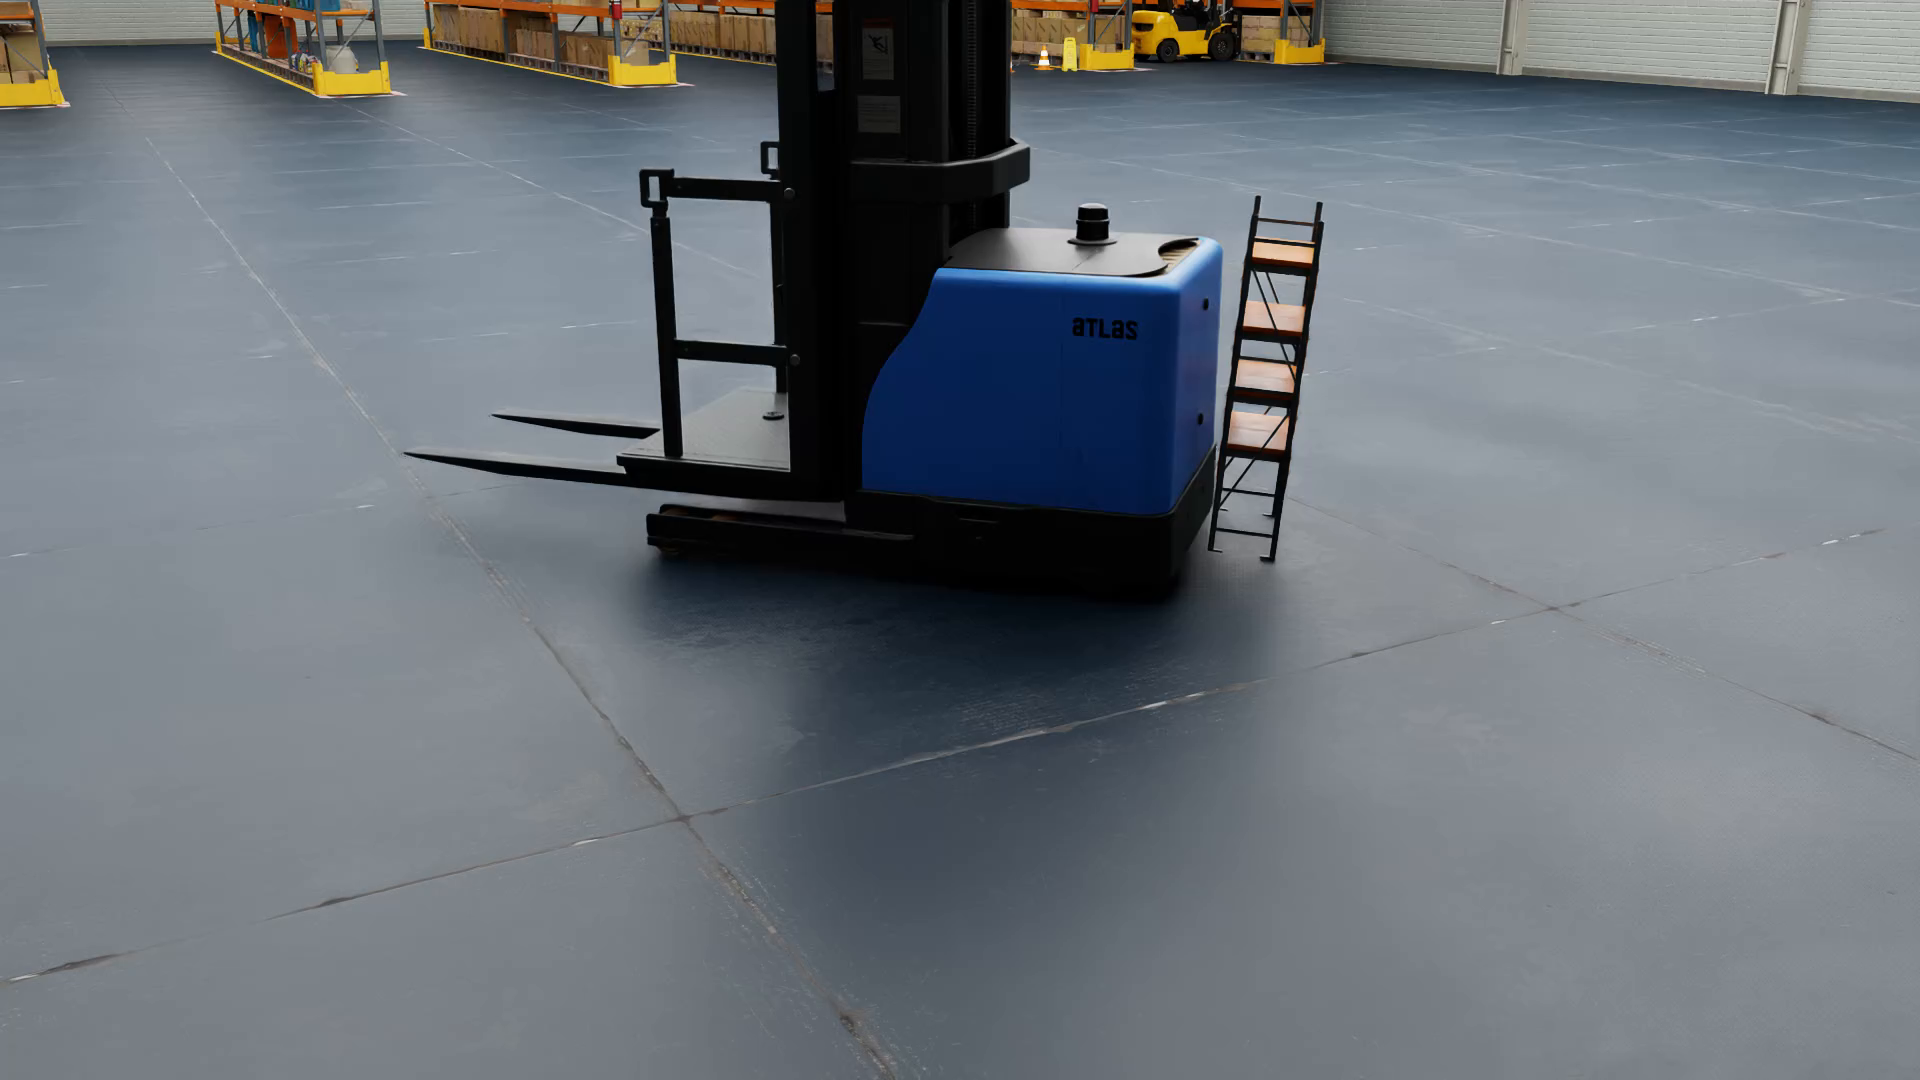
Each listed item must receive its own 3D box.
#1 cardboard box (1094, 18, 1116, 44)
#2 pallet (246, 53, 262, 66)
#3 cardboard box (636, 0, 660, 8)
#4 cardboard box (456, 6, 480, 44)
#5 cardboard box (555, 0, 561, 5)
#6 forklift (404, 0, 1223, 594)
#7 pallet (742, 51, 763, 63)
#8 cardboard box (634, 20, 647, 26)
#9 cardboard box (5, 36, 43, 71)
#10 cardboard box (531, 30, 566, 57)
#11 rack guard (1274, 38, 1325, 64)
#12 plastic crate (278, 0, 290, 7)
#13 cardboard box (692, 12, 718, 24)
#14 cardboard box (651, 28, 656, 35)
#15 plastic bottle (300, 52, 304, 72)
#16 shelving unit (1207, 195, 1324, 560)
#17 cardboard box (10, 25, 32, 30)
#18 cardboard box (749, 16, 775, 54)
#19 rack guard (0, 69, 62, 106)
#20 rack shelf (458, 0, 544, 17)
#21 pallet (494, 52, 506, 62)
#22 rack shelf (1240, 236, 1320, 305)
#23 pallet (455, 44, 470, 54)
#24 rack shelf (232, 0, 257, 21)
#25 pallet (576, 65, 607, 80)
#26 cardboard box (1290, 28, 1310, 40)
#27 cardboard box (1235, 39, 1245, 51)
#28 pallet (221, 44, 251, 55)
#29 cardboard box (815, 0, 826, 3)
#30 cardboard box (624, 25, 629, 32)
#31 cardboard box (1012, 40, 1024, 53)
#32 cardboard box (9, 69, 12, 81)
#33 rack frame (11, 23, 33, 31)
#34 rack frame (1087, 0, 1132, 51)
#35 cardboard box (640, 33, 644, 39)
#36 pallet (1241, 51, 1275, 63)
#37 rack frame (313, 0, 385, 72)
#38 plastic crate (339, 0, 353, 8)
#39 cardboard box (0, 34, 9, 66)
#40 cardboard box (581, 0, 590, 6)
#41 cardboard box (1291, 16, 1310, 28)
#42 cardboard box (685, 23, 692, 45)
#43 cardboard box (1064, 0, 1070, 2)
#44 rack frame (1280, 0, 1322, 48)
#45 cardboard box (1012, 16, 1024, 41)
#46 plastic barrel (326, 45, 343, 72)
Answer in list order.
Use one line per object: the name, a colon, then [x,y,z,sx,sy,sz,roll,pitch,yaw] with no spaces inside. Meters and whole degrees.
cardboard box: [2.911,-10.670,34.875,0.500,0.500,0.500,-11,22,-28]
pallet: [-14.803,-10.381,35.892,1.003,0.211,1.213,-10,21,-27]
cardboard box: [-5.584,-9.600,29.739,0.380,0.149,0.250,-10,21,-27]
cardboard box: [-11.600,-12.441,40.200,0.875,0.875,0.875,-10,21,-27]
cardboard box: [-7.613,-10.448,32.195,0.380,0.149,0.250,-10,21,-27]
forklift: [-0.611,-1.469,5.895,3.031,2.935,1.130,6,20,17]
pallet: [-4.161,-10.730,36.904,1.003,0.211,1.213,-10,21,-27]
cardboard box: [-8.336,-13.569,43.672,0.380,0.149,0.250,-9,21,-25]
cardboard box: [-14.676,-7.652,26.129,0.500,0.500,0.500,-10,21,-27]
cardboard box: [-8.572,-10.415,34.873,0.700,0.500,0.500,-8,21,-22]
rack guard: [7.441,-10.717,36.422,1.175,0.500,0.348,-10,21,-27]
plastic crate: [-12.416,-10.103,30.714,0.402,0.464,0.583,-10,21,-27]
cardboard box: [-6.077,-12.455,39.665,0.500,0.250,0.500,-9,21,-25]
cardboard box: [-7.655,-12.967,42.382,0.380,0.149,0.250,-11,22,-29]
plastic bottle: [-11.607,-8.465,29.451,0.144,0.351,0.185,-10,21,-27]
shelving unit: [1.096,-0.589,5.971,0.258,1.200,0.503,8,20,9]
cardboard box: [-21.501,-11.568,38.216,0.500,0.500,0.500,-10,21,-27]
cardboard box: [-3.974,-11.065,36.403,1.050,0.750,0.750,-10,21,-27]
rack guard: [-14.367,-6.878,25.298,1.175,0.500,0.348,-10,21,-27]
rack shelf: [-10.407,-12.131,37.791,1.077,0.370,4.000,-10,21,-27]
pallet: [-9.765,-10.817,37.154,1.003,0.211,1.213,-10,21,-27]
rack shelf: [1.124,-0.958,5.838,0.258,0.148,0.480,8,20,9]
pallet: [-11.649,-11.957,40.460,1.003,0.211,1.213,-10,21,-27]
rack shelf: [-14.766,-11.364,35.568,1.077,0.370,4.000,-10,21,-27]
pallet: [-6.625,-8.892,31.578,1.003,0.211,1.213,-10,21,-27]
cardboard box: [7.389,-11.207,36.817,0.500,0.250,0.500,-10,21,-26]
cardboard box: [6.471,-11.179,37.501,0.500,0.250,0.500,-10,21,-26]
pallet: [-17.258,-11.865,40.193,1.003,0.211,1.213,-10,21,-27]
cardboard box: [-2.525,-11.127,33.549,0.875,0.550,0.550,-10,21,-27]
cardboard box: [-8.740,-13.646,44.351,0.380,0.149,0.250,-10,21,-27]
cardboard box: [1.469,-10.819,36.459,0.500,0.250,0.500,-9,21,-24]
cardboard box: [-15.616,-7.502,26.847,0.500,0.250,0.500,-10,21,-27]
rack frame: [-20.077,-11.512,34.894,1.000,3.000,0.127,-10,21,-27]
rack frame: [3.063,-11.135,33.803,1.000,3.000,0.127,-10,21,-27]
cardboard box: [-8.130,-13.141,43.344,0.380,0.149,0.250,-10,21,-27]
pallet: [7.029,-10.800,37.106,1.003,0.211,1.213,-10,21,-27]
rack frame: [-10.017,-8.833,27.131,1.000,3.000,0.127,-10,21,-27]
plastic crate: [-10.923,-9.430,29.265,0.530,0.136,0.437,-10,21,-27]
cardboard box: [-15.619,-7.856,26.723,0.500,0.500,0.500,-10,21,-27]
cardboard box: [-6.780,-9.946,30.740,0.380,0.149,0.250,-10,21,-27]
cardboard box: [7.368,-11.444,36.736,0.500,0.250,0.500,-10,22,-27]
cardboard box: [-6.313,-12.248,40.216,0.500,0.500,0.500,-10,21,-26]
cardboard box: [2.376,-11.223,34.443,0.380,0.149,0.250,-10,22,-28]
rack frame: [7.429,-11.905,36.034,1.000,3.000,0.127,-10,21,-27]
cardboard box: [1.471,-11.174,36.336,0.500,0.500,0.500,-9,21,-24]
plastic barrel: [-10.635,-8.176,28.399,0.421,0.512,0.421,0,19,0]
